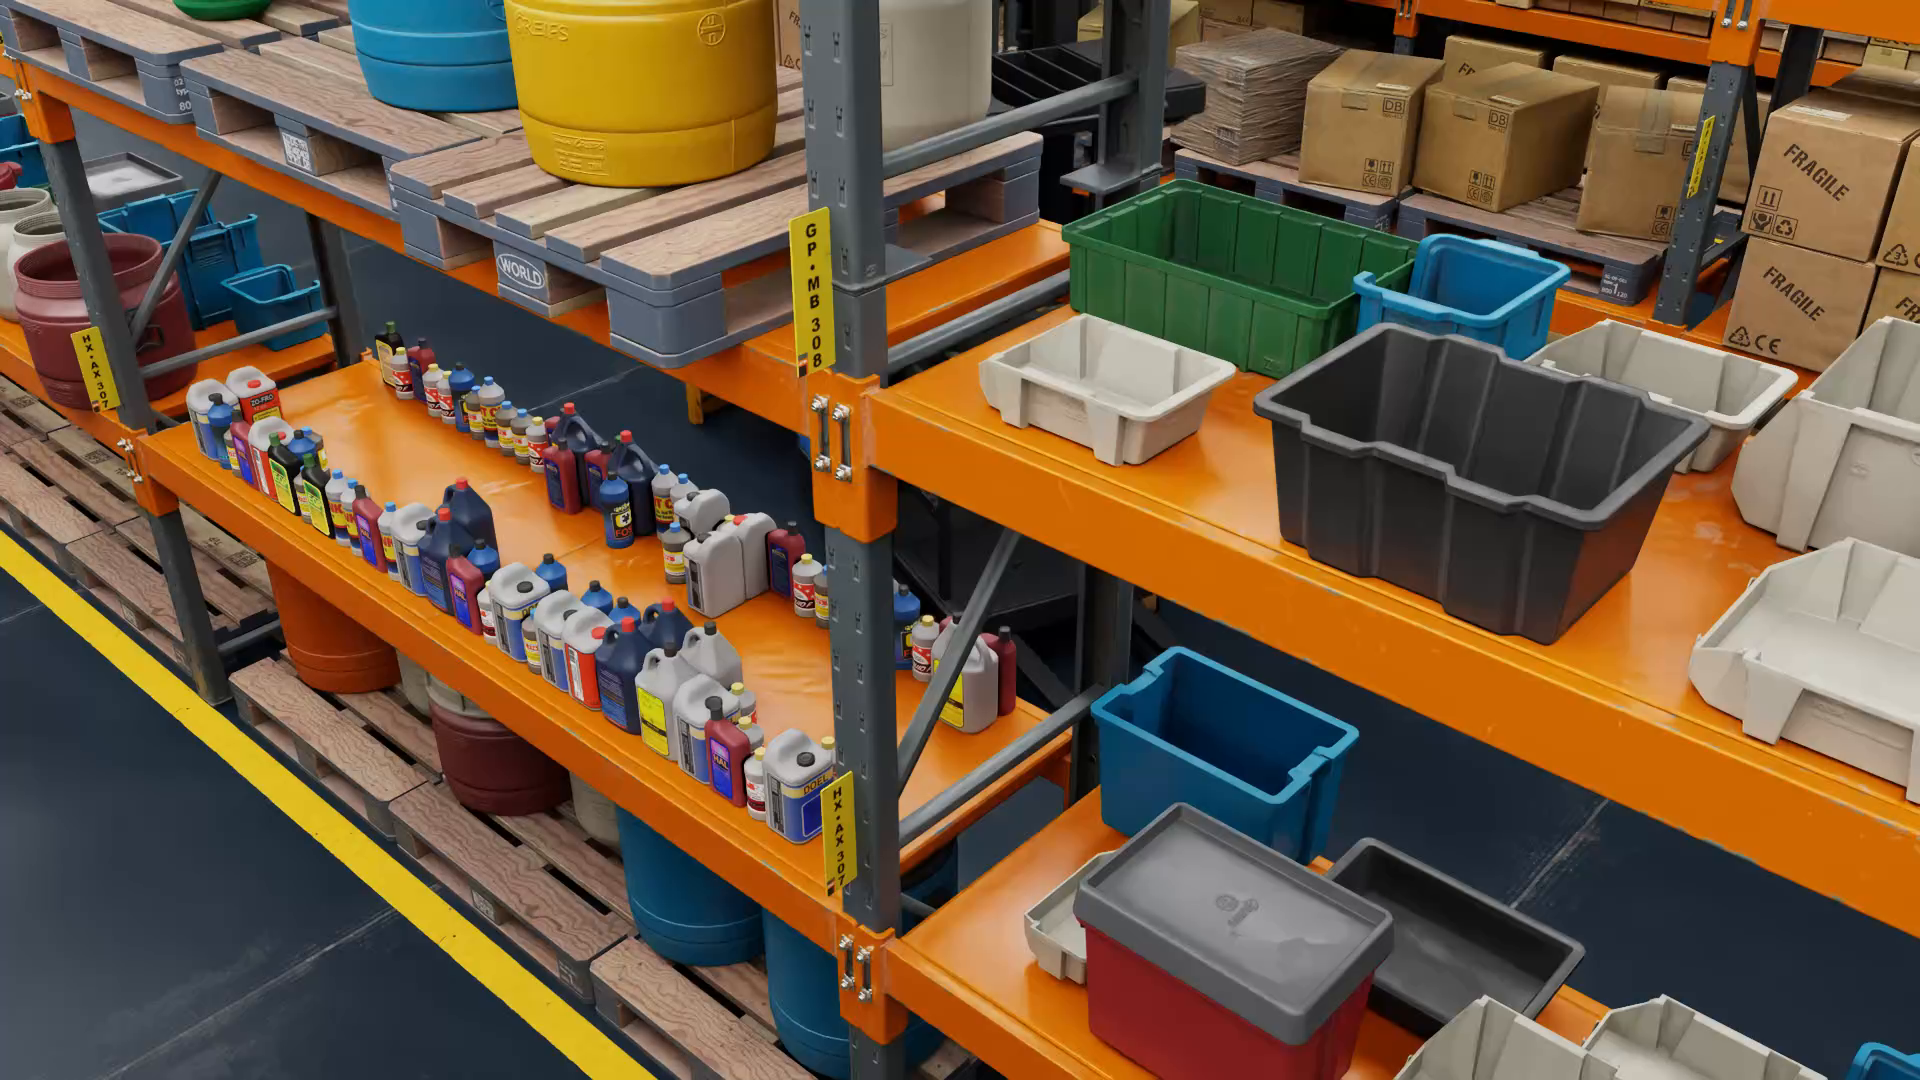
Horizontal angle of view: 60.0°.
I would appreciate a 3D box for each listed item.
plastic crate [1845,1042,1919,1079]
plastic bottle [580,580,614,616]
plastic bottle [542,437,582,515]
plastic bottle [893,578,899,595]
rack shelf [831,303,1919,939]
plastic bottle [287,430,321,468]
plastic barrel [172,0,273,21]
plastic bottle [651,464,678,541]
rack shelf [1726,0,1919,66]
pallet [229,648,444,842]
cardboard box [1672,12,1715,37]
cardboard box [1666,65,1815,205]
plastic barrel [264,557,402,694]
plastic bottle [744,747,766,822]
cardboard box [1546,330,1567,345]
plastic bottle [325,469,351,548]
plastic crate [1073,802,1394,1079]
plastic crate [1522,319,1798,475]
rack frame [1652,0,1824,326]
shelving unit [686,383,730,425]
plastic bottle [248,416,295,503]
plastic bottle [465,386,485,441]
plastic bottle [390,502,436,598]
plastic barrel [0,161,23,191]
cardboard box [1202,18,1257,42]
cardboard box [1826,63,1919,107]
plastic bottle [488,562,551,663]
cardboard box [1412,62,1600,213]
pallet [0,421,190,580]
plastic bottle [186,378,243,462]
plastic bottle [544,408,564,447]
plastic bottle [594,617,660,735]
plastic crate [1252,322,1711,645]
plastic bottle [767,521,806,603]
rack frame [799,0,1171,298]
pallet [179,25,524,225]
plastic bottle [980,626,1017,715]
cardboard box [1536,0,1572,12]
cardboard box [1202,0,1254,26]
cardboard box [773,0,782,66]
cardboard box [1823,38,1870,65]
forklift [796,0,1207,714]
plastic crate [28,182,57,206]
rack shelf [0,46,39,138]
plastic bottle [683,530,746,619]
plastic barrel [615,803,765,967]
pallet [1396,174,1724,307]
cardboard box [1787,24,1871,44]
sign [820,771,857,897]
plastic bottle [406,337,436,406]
[{"bbox_3d":[1.891,1.263,3.347,0.300,0.233,0.416,25,39,35],"label":"plastic crate"},{"bbox_3d":[-1.097,0.244,5.060,0.097,0.271,0.097,0,31,0],"label":"plastic bottle"},{"bbox_3d":[-1.405,-0.239,5.852,0.133,0.283,0.061,25,39,35],"label":"plastic bottle"},{"bbox_3d":[-0.272,0.224,5.089,0.135,0.276,0.152,25,39,35],"label":"plastic bottle"},{"bbox_3d":[1.569,0.319,2.601,4.000,0.370,1.077,25,39,35],"label":"rack shelf"},{"bbox_3d":[-2.324,-0.265,5.906,0.097,0.271,0.097,0,31,0],"label":"plastic bottle"},{"bbox_3d":[-2.248,-1.724,5.041,0.294,0.245,0.294,0,31,0],"label":"plastic barrel"},{"bbox_3d":[-0.999,-0.132,5.686,0.097,0.271,0.097,0,31,0],"label":"plastic bottle"},{"bbox_3d":[4.896,-1.574,5.745,4.000,0.370,1.077,25,39,35],"label":"rack shelf"},{"bbox_3d":[-2.267,0.671,6.931,1.213,0.211,1.003,25,39,35],"label":"pallet"},{"bbox_3d":[5.192,-3.647,11.624,0.250,0.149,0.380,26,40,37],"label":"cardboard box"},{"bbox_3d":[5.504,-2.925,11.878,0.750,0.750,0.750,26,40,36],"label":"cardboard box"},{"bbox_3d":[-2.505,0.132,6.819,0.708,0.830,0.600,25,39,35],"label":"plastic barrel"},{"bbox_3d":[-0.527,0.646,4.460,0.097,0.201,0.097,0,31,0],"label":"plastic bottle"},{"bbox_3d":[2.815,-0.848,8.747,0.500,0.500,0.500,26,39,36],"label":"cardboard box"},{"bbox_3d":[-2.095,-0.115,5.658,0.097,0.271,0.097,0,31,0],"label":"plastic bottle"},{"bbox_3d":[0.580,0.956,3.634,0.583,0.464,0.402,25,39,35],"label":"plastic crate"},{"bbox_3d":[1.285,-0.274,3.144,0.466,0.136,0.293,25,39,35],"label":"plastic crate"},{"bbox_3d":[3.413,-1.289,7.483,0.127,3.000,1.000,25,39,35],"label":"rack frame"},{"bbox_3d":[-0.936,-1.238,8.853,1.083,1.500,0.587,25,39,35],"label":"shelving unit"},{"bbox_3d":[-2.432,-0.294,5.950,0.135,0.276,0.152,25,39,35],"label":"plastic bottle"},{"bbox_3d":[-1.832,-0.491,6.349,0.097,0.201,0.097,0,31,0],"label":"plastic bottle"},{"bbox_3d":[-1.747,0.026,5.419,0.135,0.276,0.152,25,39,35],"label":"plastic bottle"},{"bbox_3d":[-4.418,-1.405,7.543,0.433,0.535,0.433,0,31,0],"label":"plastic barrel"},{"bbox_3d":[2.508,-4.300,14.481,0.500,0.500,0.700,25,39,35],"label":"cardboard box"},{"bbox_3d":[3.962,-1.684,7.073,0.500,0.500,0.500,25,39,35],"label":"cardboard box"},{"bbox_3d":[-1.339,0.216,5.103,0.135,0.276,0.152,25,39,35],"label":"plastic bottle"},{"bbox_3d":[2.659,-1.975,8.118,0.700,0.500,0.500,-22,38,-32],"label":"cardboard box"},{"bbox_3d":[-4.328,-0.291,8.529,1.213,0.211,1.003,25,39,35],"label":"pallet"},{"bbox_3d":[-2.775,-0.454,6.216,0.135,0.276,0.152,25,39,35],"label":"plastic bottle"},{"bbox_3d":[-1.446,-0.358,6.050,0.133,0.283,0.061,25,39,35],"label":"plastic bottle"},{"bbox_3d":[-0.952,0.368,4.778,0.185,0.351,0.144,25,39,35],"label":"plastic bottle"},{"bbox_3d":[0.823,-0.091,2.710,0.590,0.269,0.497,25,39,35],"label":"plastic crate"},{"bbox_3d":[-0.558,0.056,5.361,0.133,0.283,0.061,25,39,35],"label":"plastic bottle"},{"bbox_3d":[0.086,-1.966,2.791,0.127,3.000,1.000,25,39,35],"label":"rack frame"},{"bbox_3d":[-1.403,-1.226,4.652,1.213,0.211,1.003,25,39,35],"label":"pallet"},{"bbox_3d":[0.101,0.364,4.851,0.133,0.283,0.061,25,39,35],"label":"plastic bottle"},{"bbox_3d":[4.448,-4.013,12.231,0.250,0.149,0.380,25,39,35],"label":"cardboard box"},{"bbox_3d":[2.435,-4.634,14.310,0.500,0.250,0.500,25,39,35],"label":"cardboard box"},{"bbox_3d":[-1.198,-3.473,11.014,0.500,0.500,0.500,25,39,35],"label":"cardboard box"},{"bbox_3d":[5.929,-3.279,11.013,0.250,0.149,0.380,26,40,36],"label":"cardboard box"},{"bbox_3d":[0.263,-0.934,6.960,1.130,2.935,3.031,-14,34,-22],"label":"forklift"},{"bbox_3d":[-4.364,-1.579,8.171,0.662,0.188,0.450,25,39,35],"label":"plastic crate"},{"bbox_3d":[-4.362,-2.450,7.200,4.000,0.370,1.077,25,39,35],"label":"rack shelf"},{"bbox_3d":[-0.790,0.089,5.314,0.135,0.276,0.152,25,39,35],"label":"plastic bottle"},{"bbox_3d":[-0.831,0.883,5.502,0.708,0.901,0.600,25,39,35],"label":"plastic barrel"},{"bbox_3d":[2.894,-1.525,8.061,1.213,0.211,1.003,25,39,35],"label":"pallet"},{"bbox_3d":[5.838,-3.600,10.916,0.500,0.500,0.500,25,39,35],"label":"cardboard box"},{"bbox_3d":[-0.284,0.695,3.919,0.005,0.325,0.100,25,39,35],"label":"sign"},{"bbox_3d":[-2.122,-0.674,6.574,0.133,0.283,0.061,25,39,35],"label":"plastic bottle"}]
